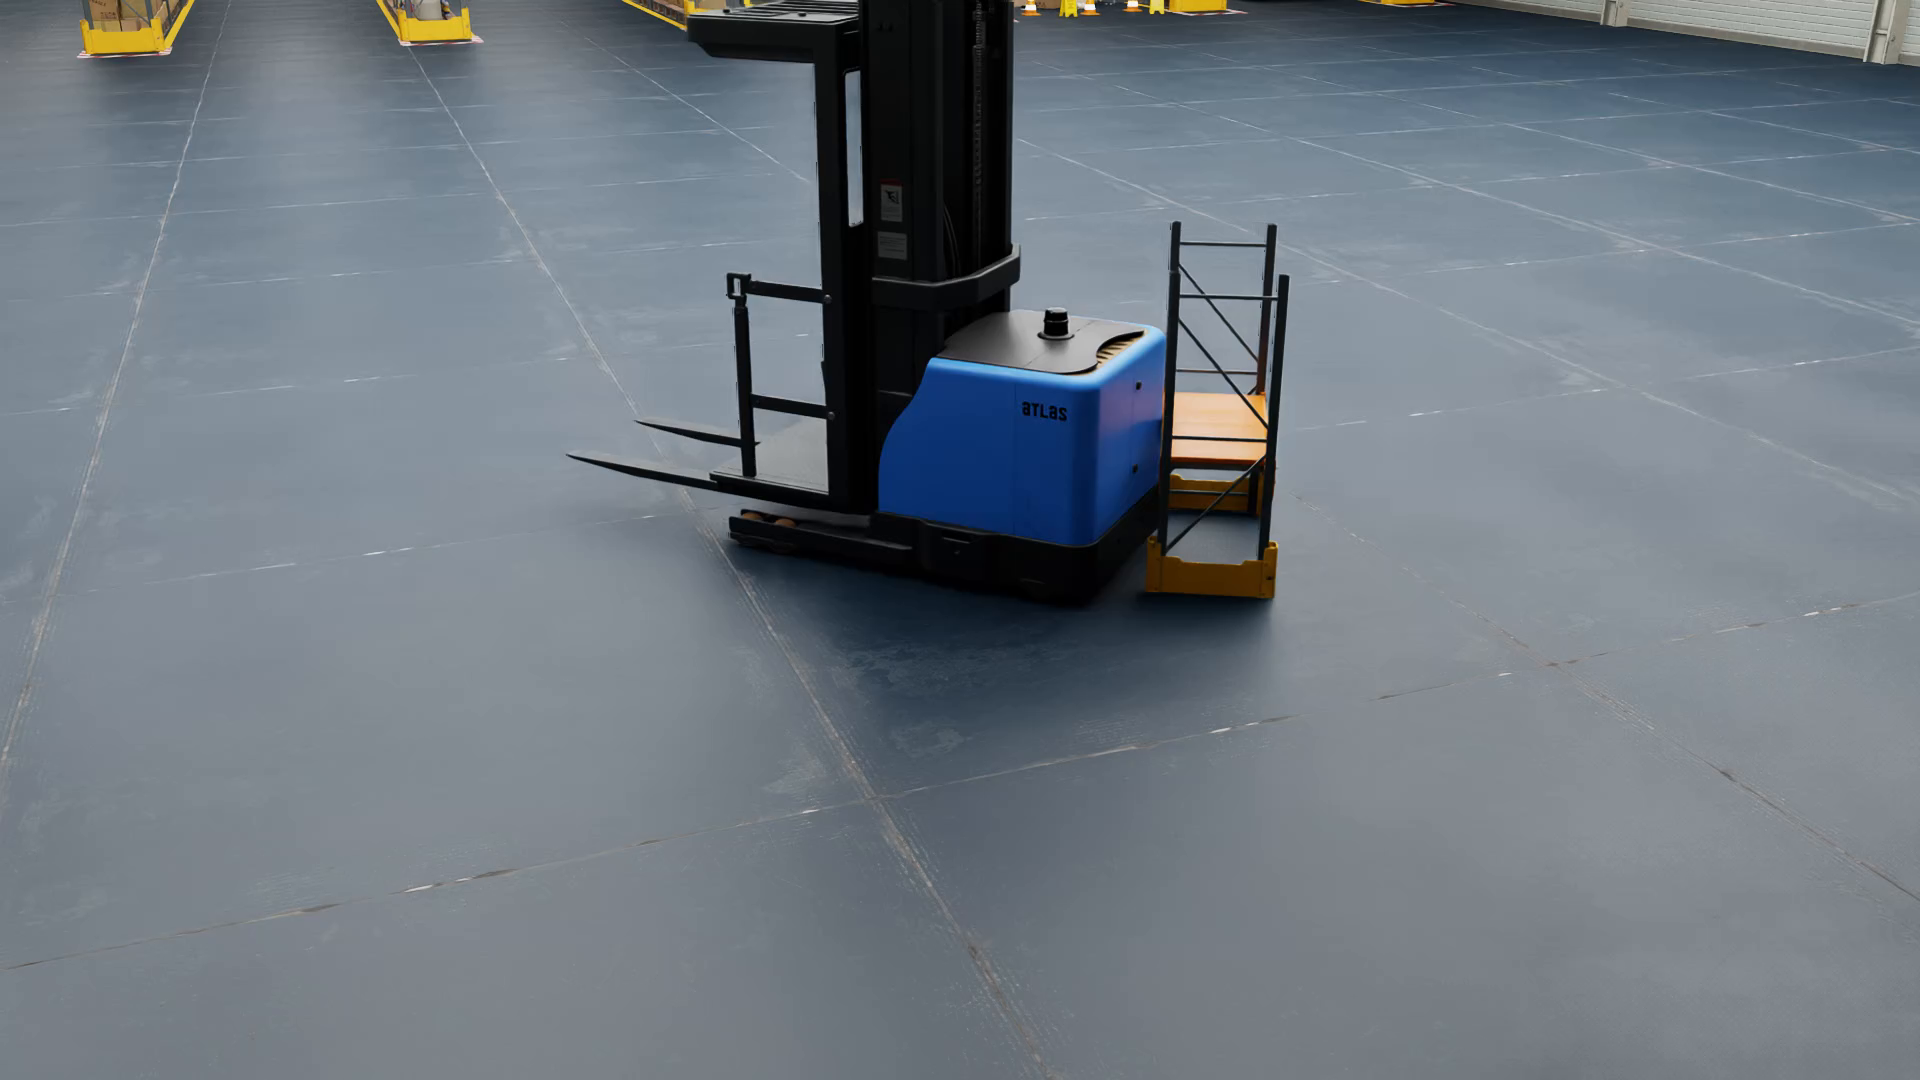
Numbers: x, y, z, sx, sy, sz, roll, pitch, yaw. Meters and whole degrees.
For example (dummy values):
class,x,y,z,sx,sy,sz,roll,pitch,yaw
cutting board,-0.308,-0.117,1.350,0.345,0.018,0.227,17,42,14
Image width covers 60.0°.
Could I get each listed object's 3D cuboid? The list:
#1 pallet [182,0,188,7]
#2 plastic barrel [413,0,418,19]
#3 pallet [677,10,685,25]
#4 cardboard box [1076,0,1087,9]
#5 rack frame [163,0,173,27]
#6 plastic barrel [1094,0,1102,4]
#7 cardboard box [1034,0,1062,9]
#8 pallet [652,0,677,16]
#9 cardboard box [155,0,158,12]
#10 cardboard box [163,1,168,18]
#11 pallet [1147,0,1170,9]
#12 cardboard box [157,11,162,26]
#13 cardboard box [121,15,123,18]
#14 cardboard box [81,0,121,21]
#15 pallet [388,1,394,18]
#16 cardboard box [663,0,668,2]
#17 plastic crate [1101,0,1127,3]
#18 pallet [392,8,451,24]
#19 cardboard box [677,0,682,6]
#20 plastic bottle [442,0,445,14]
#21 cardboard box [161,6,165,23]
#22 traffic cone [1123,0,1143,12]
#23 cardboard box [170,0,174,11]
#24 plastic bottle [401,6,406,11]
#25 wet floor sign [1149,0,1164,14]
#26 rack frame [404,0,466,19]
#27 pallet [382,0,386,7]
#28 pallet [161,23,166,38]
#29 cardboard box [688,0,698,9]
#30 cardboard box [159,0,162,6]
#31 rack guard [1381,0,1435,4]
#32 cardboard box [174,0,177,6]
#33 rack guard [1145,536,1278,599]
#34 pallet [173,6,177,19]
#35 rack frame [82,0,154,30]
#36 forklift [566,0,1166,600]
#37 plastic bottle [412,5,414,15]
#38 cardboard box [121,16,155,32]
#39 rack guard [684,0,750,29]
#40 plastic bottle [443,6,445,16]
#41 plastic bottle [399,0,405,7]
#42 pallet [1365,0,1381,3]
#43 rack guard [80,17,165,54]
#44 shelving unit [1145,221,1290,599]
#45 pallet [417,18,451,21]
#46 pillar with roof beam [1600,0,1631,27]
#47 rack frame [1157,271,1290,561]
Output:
class,x,y,z,sx,sy,sz,roll,pitch,yaw
pallet,-16.736,-11.303,34.796,1.003,0.211,1.213,-8,24,-19
plastic barrel,-9.527,-9.541,29.687,0.421,0.512,0.421,0,23,0
pallet,-4.693,-9.805,31.242,1.003,0.211,1.213,-8,24,-19
cardboard box,2.506,-11.008,34.175,0.380,0.149,0.250,4,23,9
rack frame,-15.094,-10.858,30.150,1.000,3.000,0.127,-8,24,-19
plastic barrel,2.713,-11.478,34.938,0.512,0.421,0.421,8,24,18
cardboard box,1.870,-11.263,34.324,0.637,0.503,0.797,12,26,27
pallet,-5.555,-10.692,33.346,1.003,0.211,1.213,-8,24,-19
cardboard box,-14.030,-9.264,28.401,0.500,0.500,0.500,-8,24,-19
cardboard box,-14.726,-9.646,30.274,0.500,0.250,0.500,-8,24,-19
pallet,4.578,-11.165,34.468,1.003,0.211,1.213,-8,24,-19
cardboard box,-14.019,-8.920,28.550,0.500,0.250,0.500,-8,24,-19
cardboard box,-14.335,-8.666,27.947,0.500,0.250,0.500,-8,24,-19
cardboard box,-14.149,-8.831,27.374,0.500,0.500,0.500,-8,24,-19
pallet,-10.773,-10.532,32.965,1.003,0.211,1.213,-8,24,-19
cardboard box,-5.722,-11.107,33.418,0.500,0.500,0.500,-9,25,-21
plastic crate,3.233,-11.547,35.544,0.402,0.080,0.583,-18,29,-37
pallet,-10.261,-10.002,31.708,1.003,0.211,1.213,-8,24,-19
cardboard box,-5.219,-10.685,32.417,0.500,0.500,0.500,-11,25,-24
plastic bottle,-9.516,-9.855,30.715,0.097,0.271,0.097,0,23,0
cardboard box,-14.368,-9.283,29.413,0.500,0.250,0.500,-8,24,-19
traffic cone,3.500,-10.933,33.593,0.336,0.463,0.334,-8,24,-19
cardboard box,-15.184,-10.151,31.472,0.500,0.250,0.500,-8,24,-18
plastic bottle,-10.105,-9.604,30.210,0.097,0.201,0.097,0,23,0
wet floor sign,3.925,-10.822,33.094,0.267,0.644,0.232,0,23,-1
rack frame,-9.046,-10.083,28.311,1.000,3.000,0.127,-8,24,-19
pallet,-11.635,-11.418,35.069,1.003,0.211,1.213,-8,24,-19
pallet,-14.418,-8.835,28.939,1.003,0.211,1.213,-8,24,-19
cardboard box,-4.861,-10.246,31.375,0.500,0.500,0.500,-2,23,-5
cardboard box,-14.380,-9.627,29.264,0.500,0.500,0.500,-8,24,-19
rack guard,9.509,-11.644,35.233,1.175,0.500,0.348,-8,24,-19
cardboard box,-15.549,-10.524,32.356,0.500,0.250,0.500,-8,24,-18
rack guard,1.152,0.124,7.633,0.587,0.250,0.087,3,23,6
pallet,-15.826,-10.280,32.368,1.003,0.211,1.213,-8,24,-19
rack frame,-13.681,-9.405,26.702,1.000,3.000,0.127,-8,24,-19
forklift,-0.566,-1.457,7.933,3.031,2.935,1.130,11,25,24
plastic bottle,-10.107,-9.773,30.612,0.097,0.201,0.097,0,23,0
cardboard box,-13.663,-8.557,27.689,0.500,0.250,0.500,-8,24,-19
rack guard,-4.439,-9.638,30.474,1.175,0.500,0.348,-8,24,-19
plastic bottle,-9.432,-9.735,30.523,0.097,0.201,0.097,0,23,0
plastic bottle,-10.168,-9.733,30.421,0.152,0.276,0.135,-8,24,-19
pallet,9.192,-11.792,35.956,1.003,0.211,1.213,-8,24,-19
rack guard,-13.673,-8.244,27.167,1.175,0.500,0.348,-8,24,-19
shelving unit,1.212,-0.644,7.846,0.587,1.500,1.083,3,23,6
pallet,-9.399,-9.115,29.605,1.003,0.211,1.213,-8,24,-19
pillar with roof beam,8.190,-13.175,27.923,9.100,9.000,0.400,-8,24,-19
rack frame,1.149,-0.444,7.373,0.500,1.500,0.032,3,23,6
